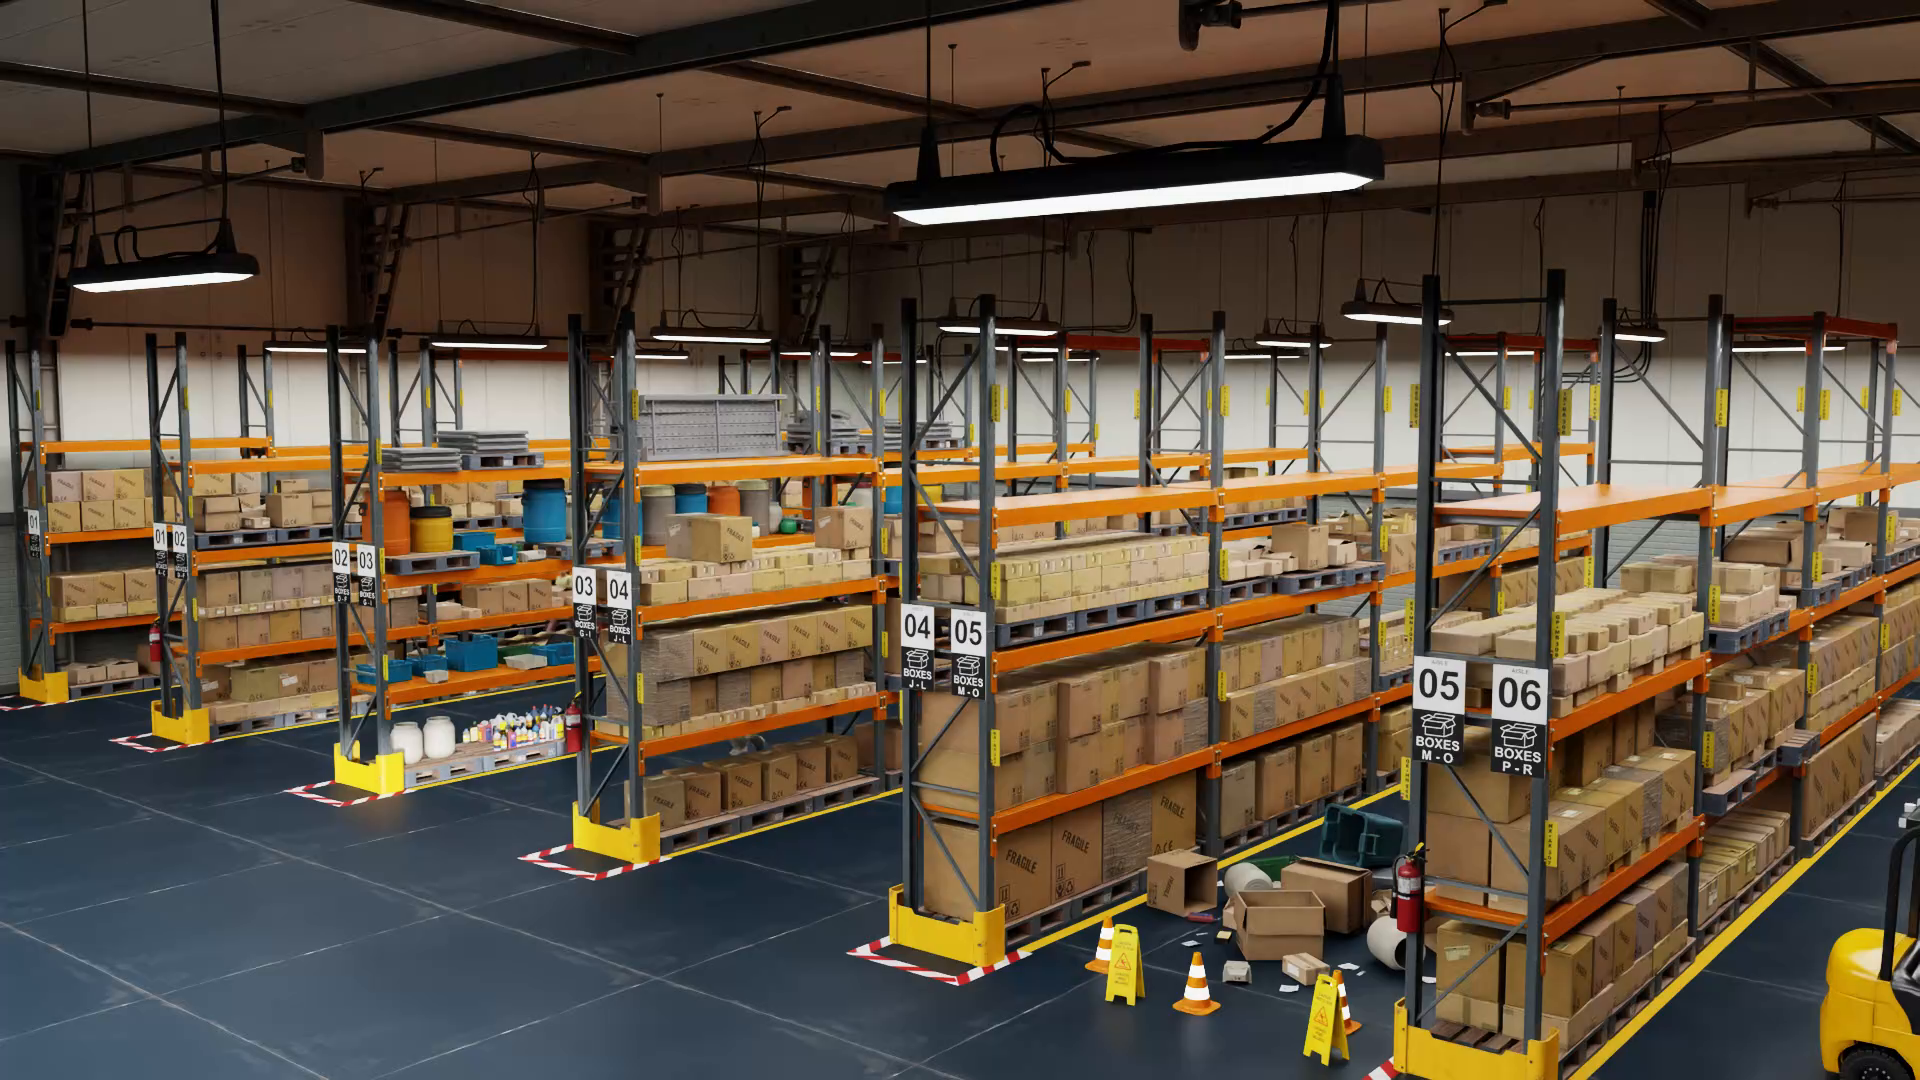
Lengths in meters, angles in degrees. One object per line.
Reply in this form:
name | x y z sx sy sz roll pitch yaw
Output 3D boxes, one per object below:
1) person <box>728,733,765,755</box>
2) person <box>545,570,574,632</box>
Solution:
person | -2.885 2.226 22.351 0.532 1.575 0.664 3 6 26
person | -8.194 1.263 34.122 0.533 1.600 1.044 3 6 30
